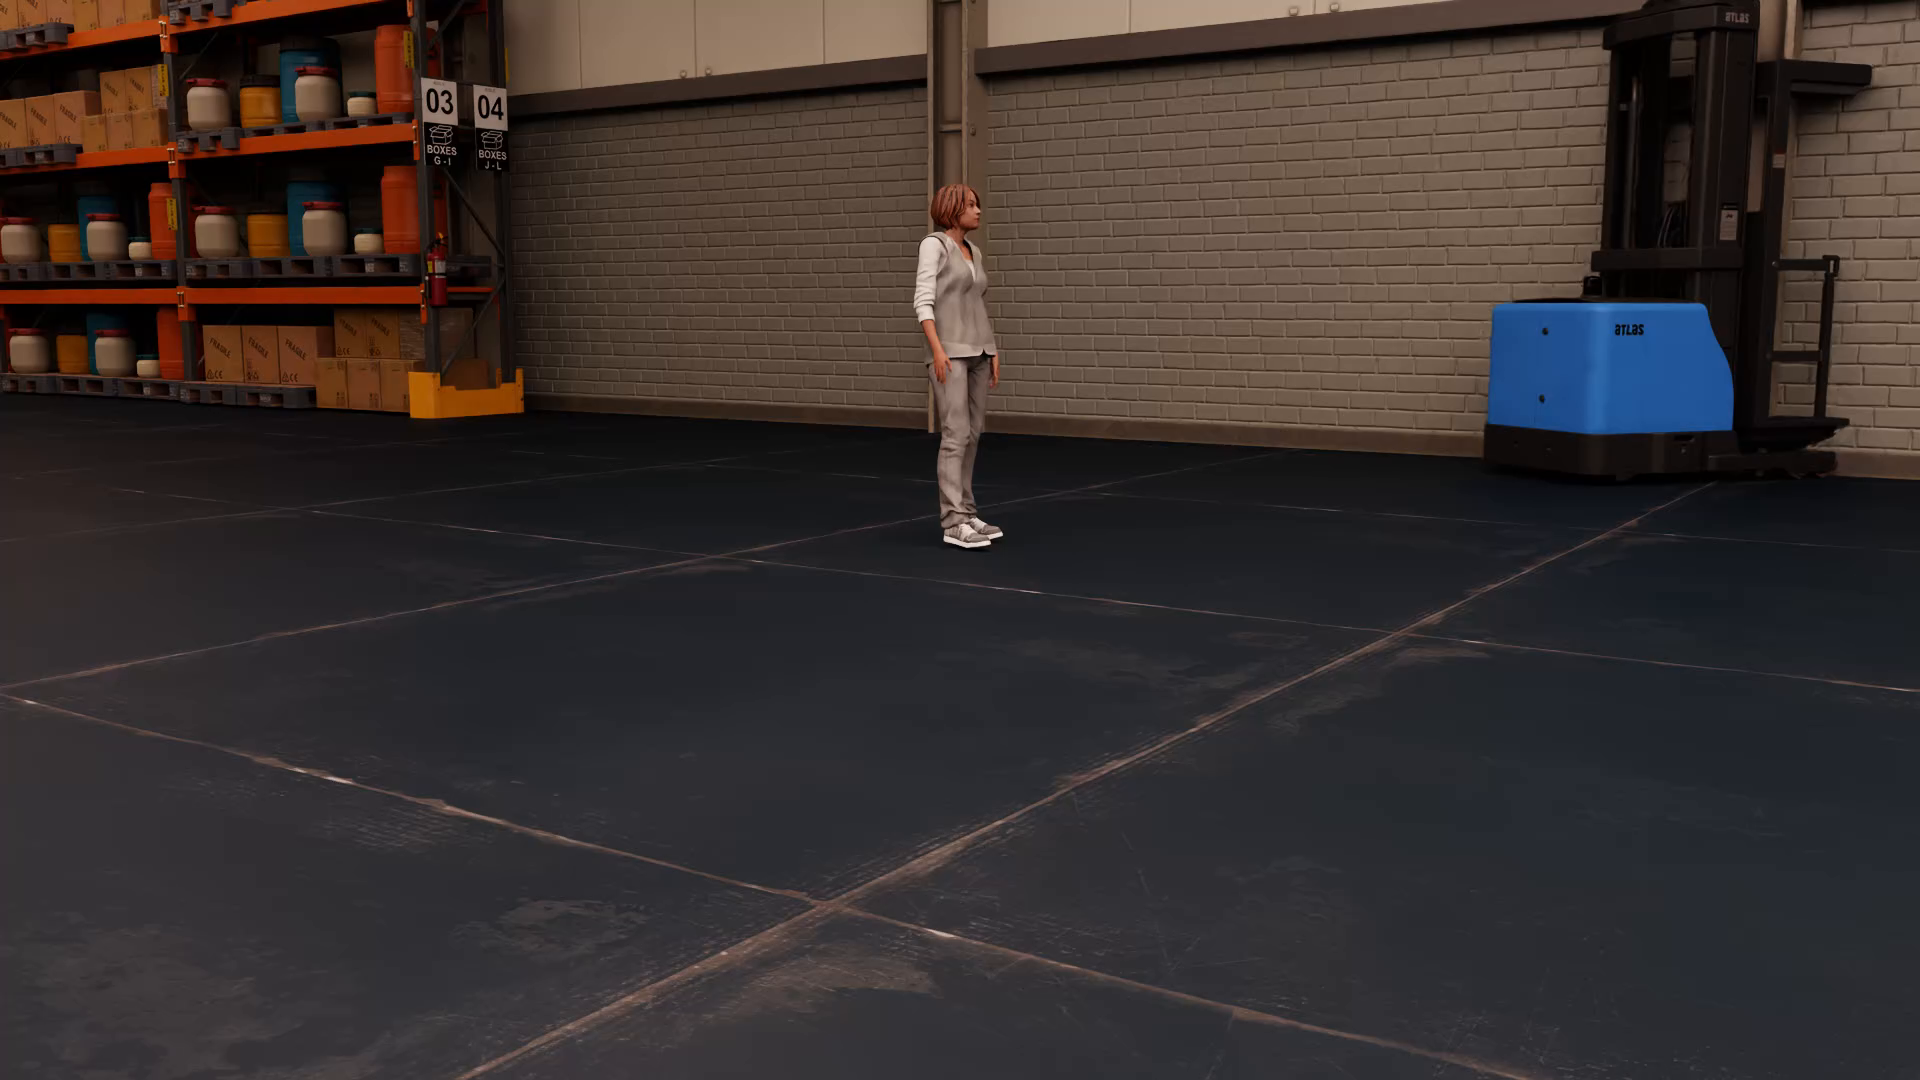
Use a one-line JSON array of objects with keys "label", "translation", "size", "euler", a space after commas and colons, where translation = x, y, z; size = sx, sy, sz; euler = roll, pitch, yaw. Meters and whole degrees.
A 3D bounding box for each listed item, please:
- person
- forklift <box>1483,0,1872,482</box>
[{"label": "person", "translation": [0.053, -0.783, 7.439], "size": [0.475, 1.582, 0.520], "euler": [5, 10, 34]}, {"label": "forklift", "translation": [4.914, -1.898, 10.540], "size": [3.031, 2.935, 1.130], "euler": [-3, 9, -21]}]
